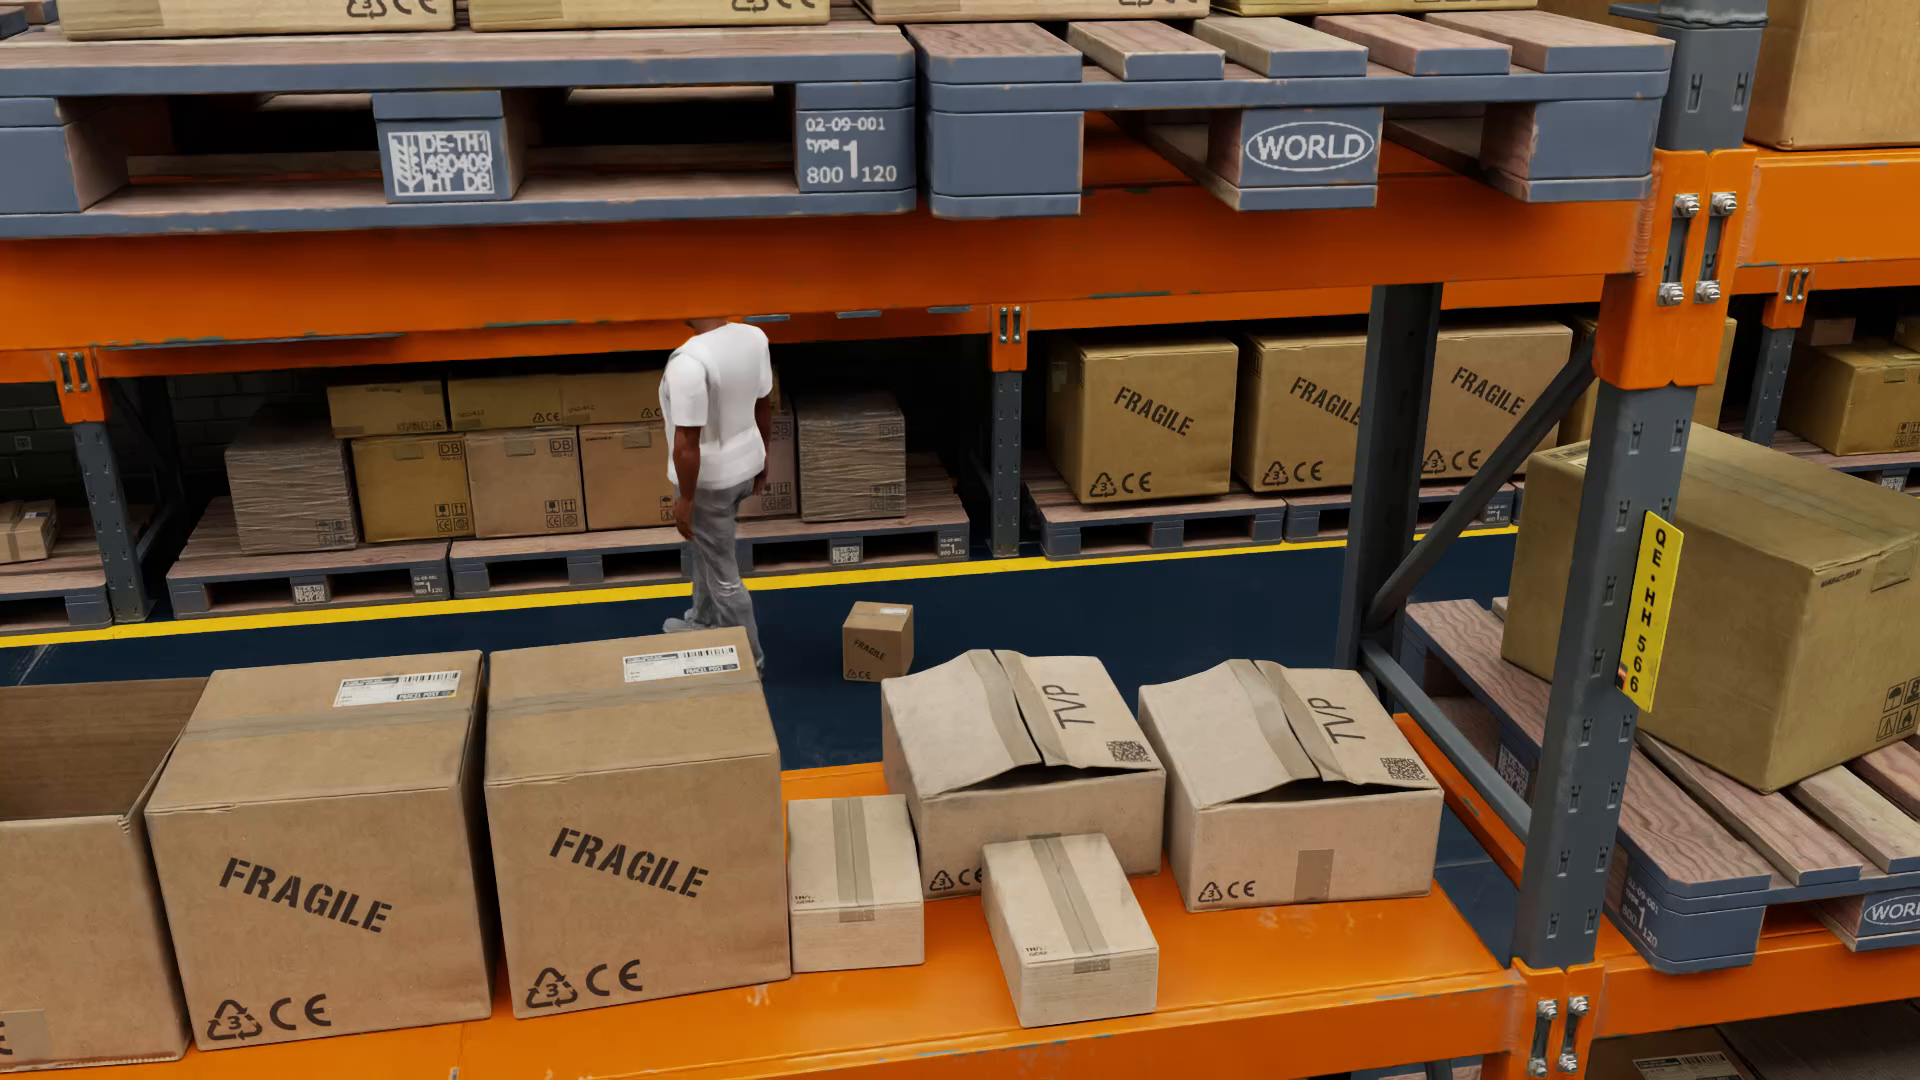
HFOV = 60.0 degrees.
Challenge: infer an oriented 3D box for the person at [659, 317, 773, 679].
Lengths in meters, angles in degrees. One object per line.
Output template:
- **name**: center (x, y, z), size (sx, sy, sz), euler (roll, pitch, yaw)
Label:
- **person**: center (-1.090, -0.293, 6.722), size (0.669, 1.759, 0.594), euler (12, 26, 26)
